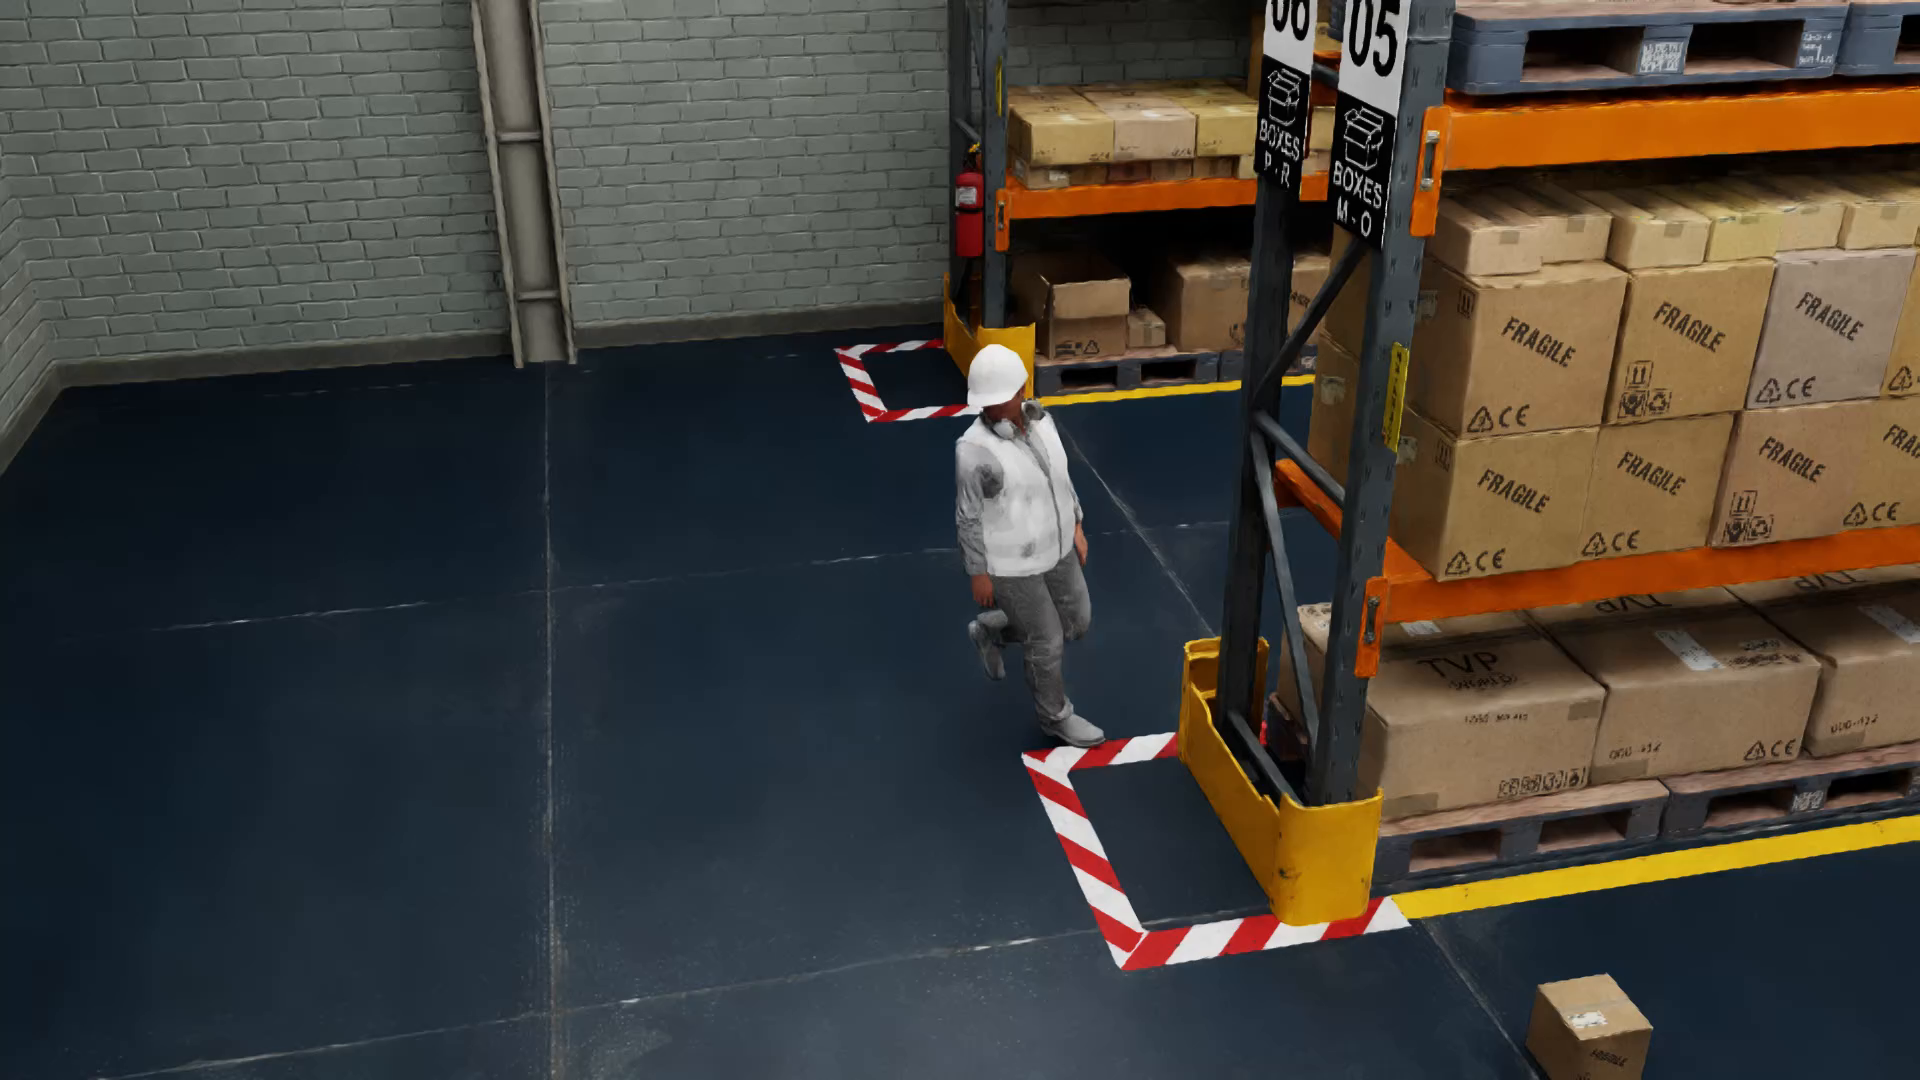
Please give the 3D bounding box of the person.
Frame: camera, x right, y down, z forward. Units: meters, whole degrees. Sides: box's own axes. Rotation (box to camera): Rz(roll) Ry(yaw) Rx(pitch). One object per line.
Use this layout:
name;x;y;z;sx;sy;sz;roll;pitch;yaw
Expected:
person;0.233;0.039;6.541;0.690;1.737;0.595;18;32;32
